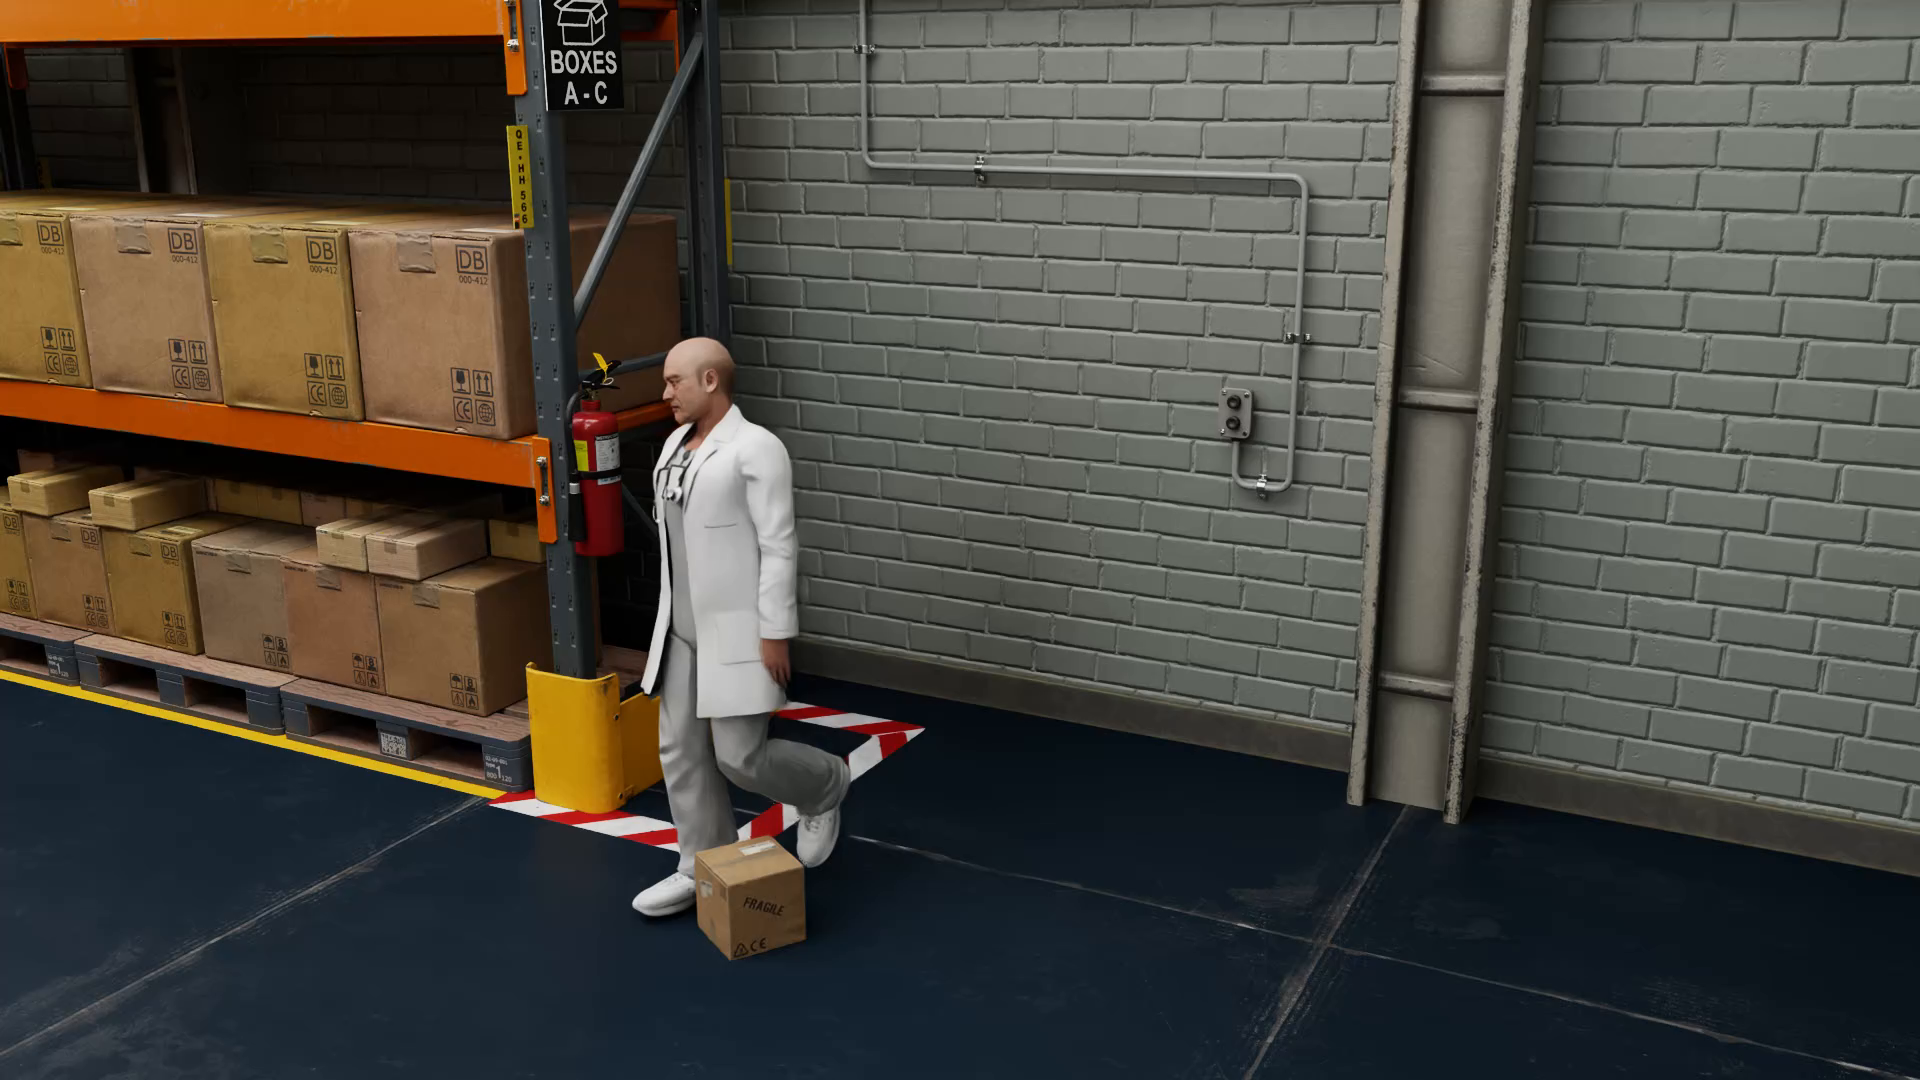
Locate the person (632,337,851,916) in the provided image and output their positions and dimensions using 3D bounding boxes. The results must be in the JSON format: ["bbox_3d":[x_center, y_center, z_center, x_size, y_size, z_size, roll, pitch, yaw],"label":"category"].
[{"bbox_3d":[-0.685,0.277,5.105,0.596,1.711,0.778,15,21,42],"label":"person"}]
